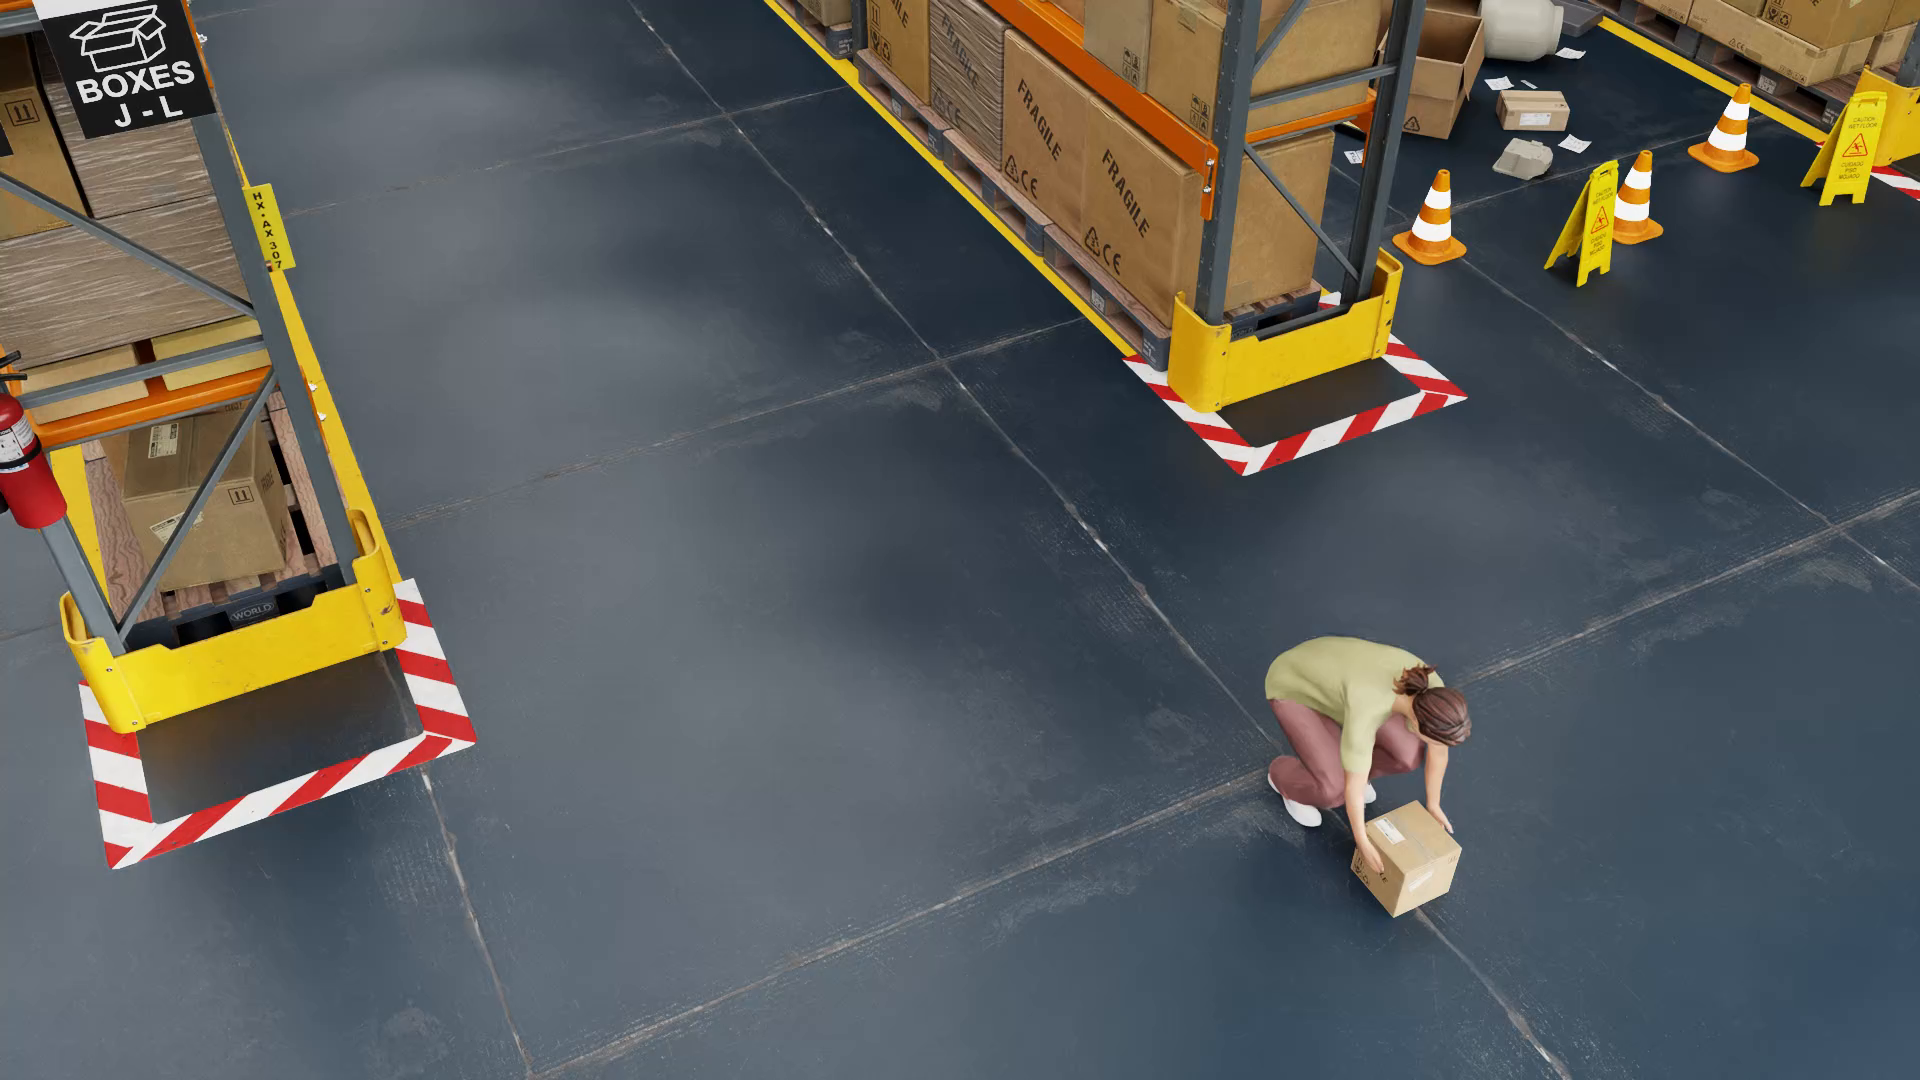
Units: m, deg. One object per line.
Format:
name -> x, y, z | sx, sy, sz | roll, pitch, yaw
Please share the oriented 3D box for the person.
person -> 1.447, 0.685, 5.980 | 0.490, 0.890, 0.800 | -19, 45, -20
